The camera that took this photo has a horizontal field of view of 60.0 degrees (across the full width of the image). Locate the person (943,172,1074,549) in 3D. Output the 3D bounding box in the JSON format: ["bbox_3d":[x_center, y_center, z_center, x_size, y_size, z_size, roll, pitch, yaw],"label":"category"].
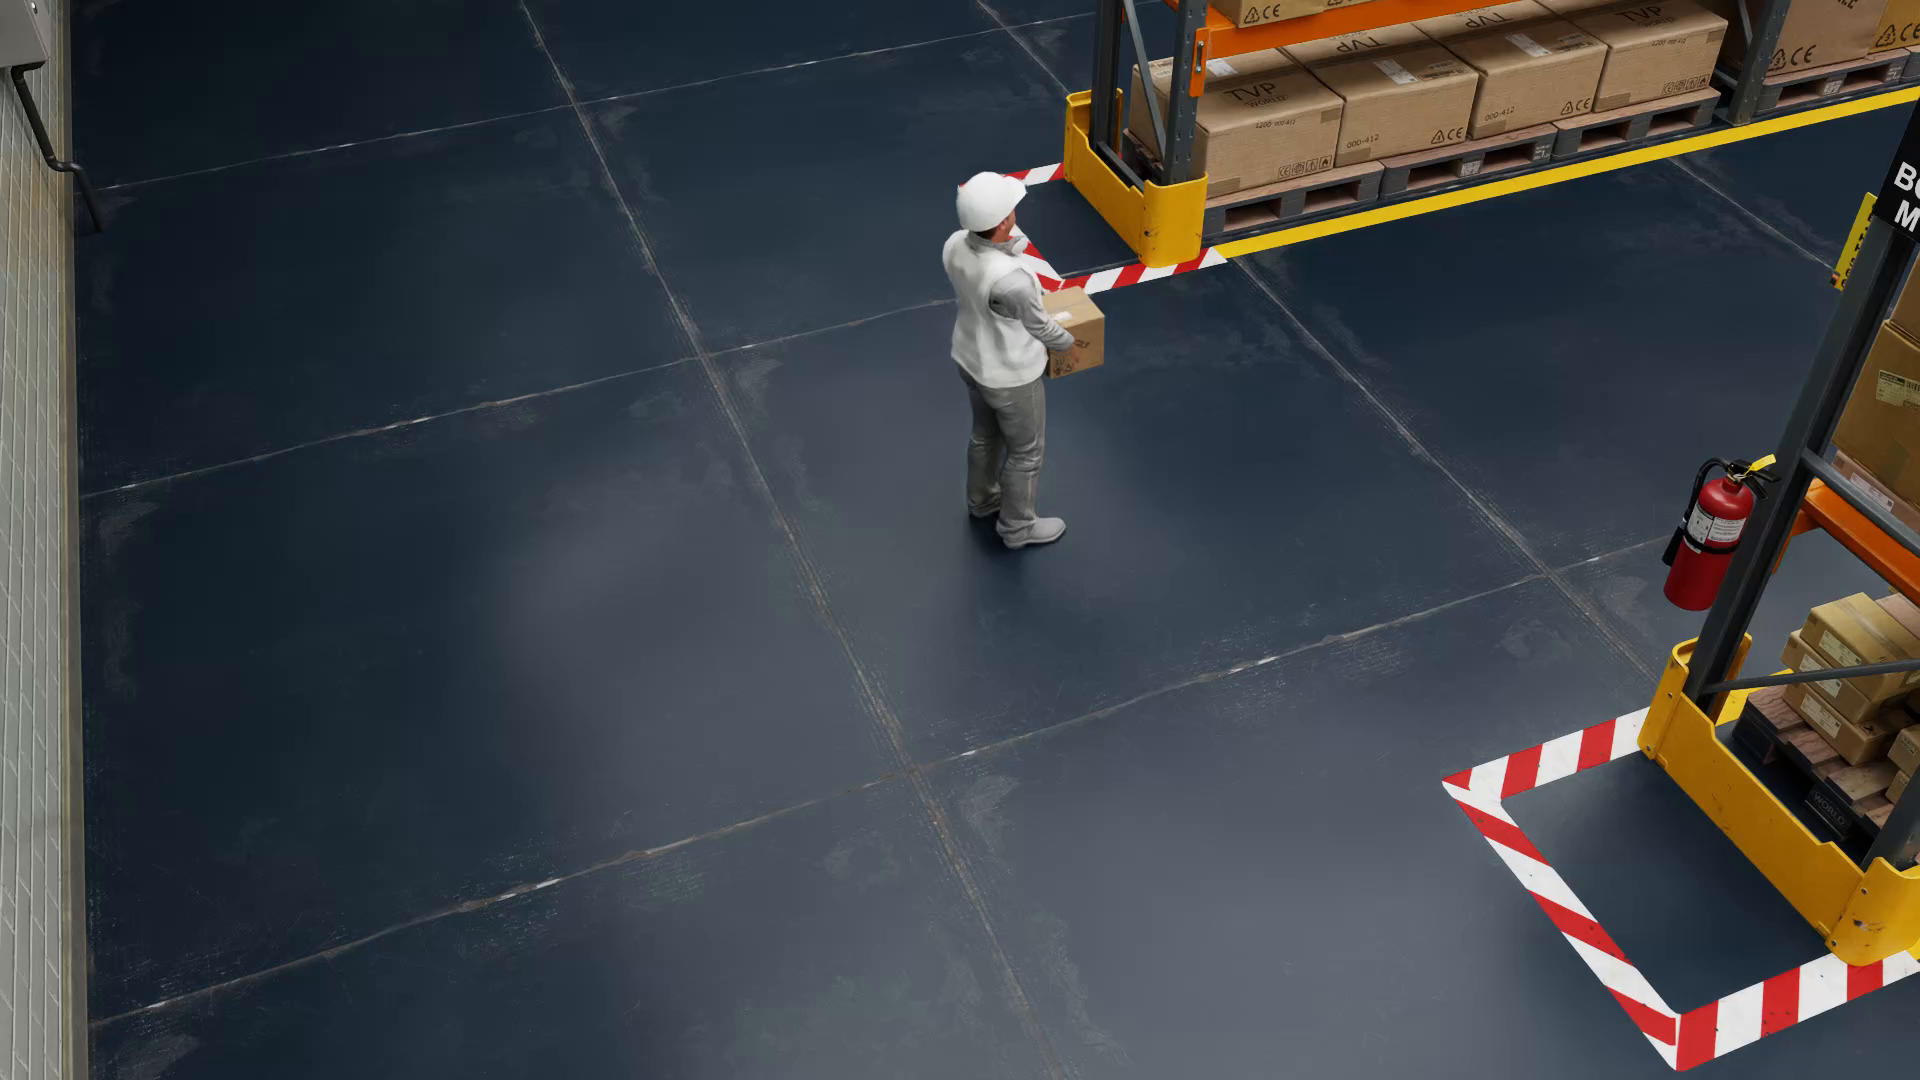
[{"bbox_3d":[0.238,-0.779,7.018,0.545,1.775,0.519,-22,46,-23],"label":"person"}]
